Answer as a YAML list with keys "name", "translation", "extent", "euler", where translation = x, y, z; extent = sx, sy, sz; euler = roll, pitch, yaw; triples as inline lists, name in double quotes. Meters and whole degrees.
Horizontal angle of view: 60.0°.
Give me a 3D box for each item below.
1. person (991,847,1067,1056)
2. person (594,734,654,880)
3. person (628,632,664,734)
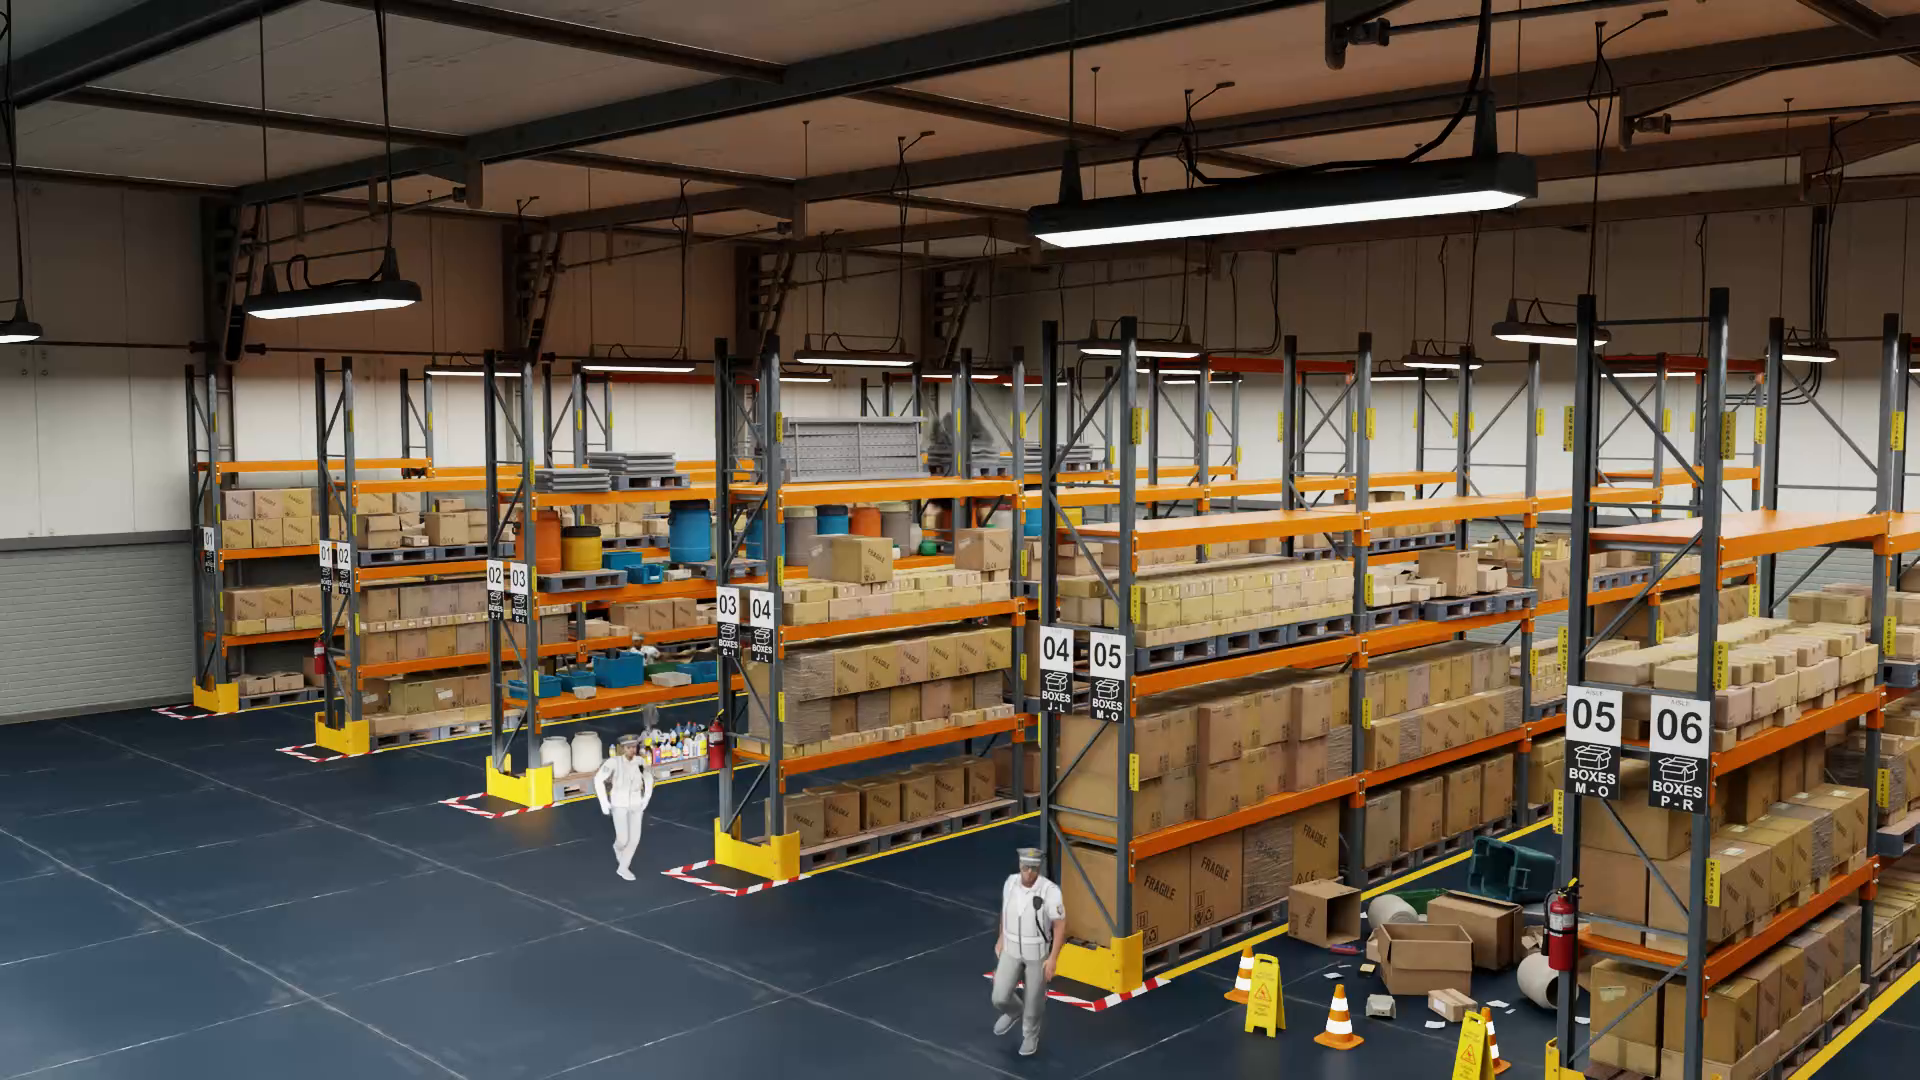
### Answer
- name: "person"
  translation: [0.550, 3.283, 13.326]
  extent: [0.667, 1.738, 0.592]
  euler: [2, 5, 19]
- name: "person"
  translation: [-3.720, 2.943, 18.469]
  extent: [0.687, 1.655, 0.473]
  euler: [-2, 5, -27]
- name: "person"
  translation: [-5.104, 2.289, 27.013]
  extent: [0.573, 1.655, 0.948]
  euler: [2, 5, 21]
